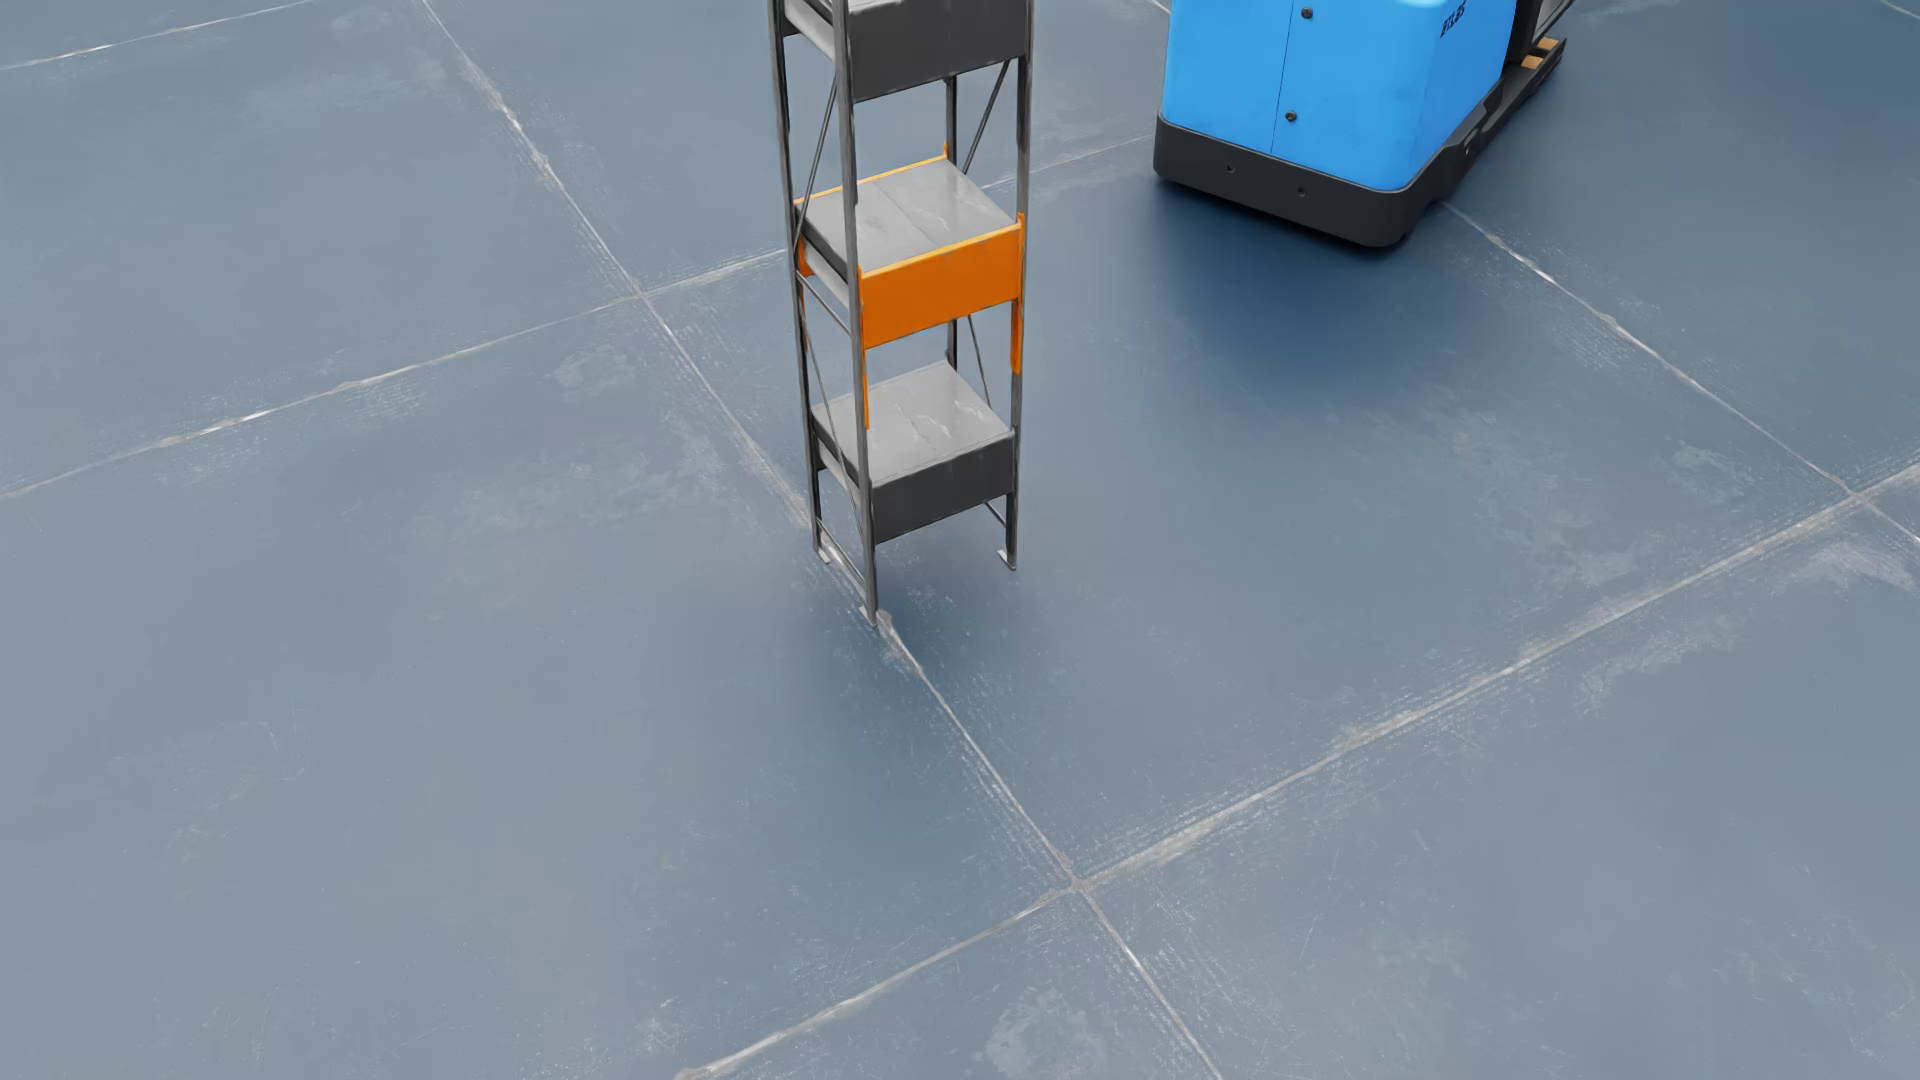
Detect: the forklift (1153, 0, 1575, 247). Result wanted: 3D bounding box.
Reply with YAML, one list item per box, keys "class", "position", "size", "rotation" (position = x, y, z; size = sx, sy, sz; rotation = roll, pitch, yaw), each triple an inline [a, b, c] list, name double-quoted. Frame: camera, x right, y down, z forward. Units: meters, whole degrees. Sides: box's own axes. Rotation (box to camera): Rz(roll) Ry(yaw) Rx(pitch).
- class: "forklift"
  position: [2.010, -3.157, 6.399]
  size: [1.130, 2.935, 3.031]
  rotation: [25, 49, 23]

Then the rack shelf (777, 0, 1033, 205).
- class: "rack shelf"
  position: [-0.144, -1.189, 3.982]
  size: [0.480, 0.518, 0.431]
  rotation: [-22, 48, -21]

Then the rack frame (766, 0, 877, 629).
- class: "rack frame"
  position: [-0.355, -0.611, 4.372]
  size: [0.015, 2.100, 0.400]
  rotation: [-22, 48, -21]

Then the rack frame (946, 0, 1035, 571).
- class: "rack frame"
  position: [0.068, -0.781, 4.547]
  size: [0.015, 2.100, 0.400]
  rotation: [-22, 48, -21]

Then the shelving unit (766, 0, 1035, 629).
- class: "shelving unit"
  position: [-0.144, -0.696, 4.460]
  size: [0.503, 2.100, 0.431]
  rotation: [-22, 48, -21]

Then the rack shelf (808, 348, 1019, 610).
- class: "rack shelf"
  position: [-0.144, -0.184, 4.957]
  size: [0.480, 0.518, 0.431]
  rotation: [-22, 48, -21]

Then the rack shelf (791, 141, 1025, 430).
- class: "rack shelf"
  position: [-0.144, -0.686, 4.469]
  size: [0.480, 0.518, 0.431]
  rotation: [-22, 48, -21]
